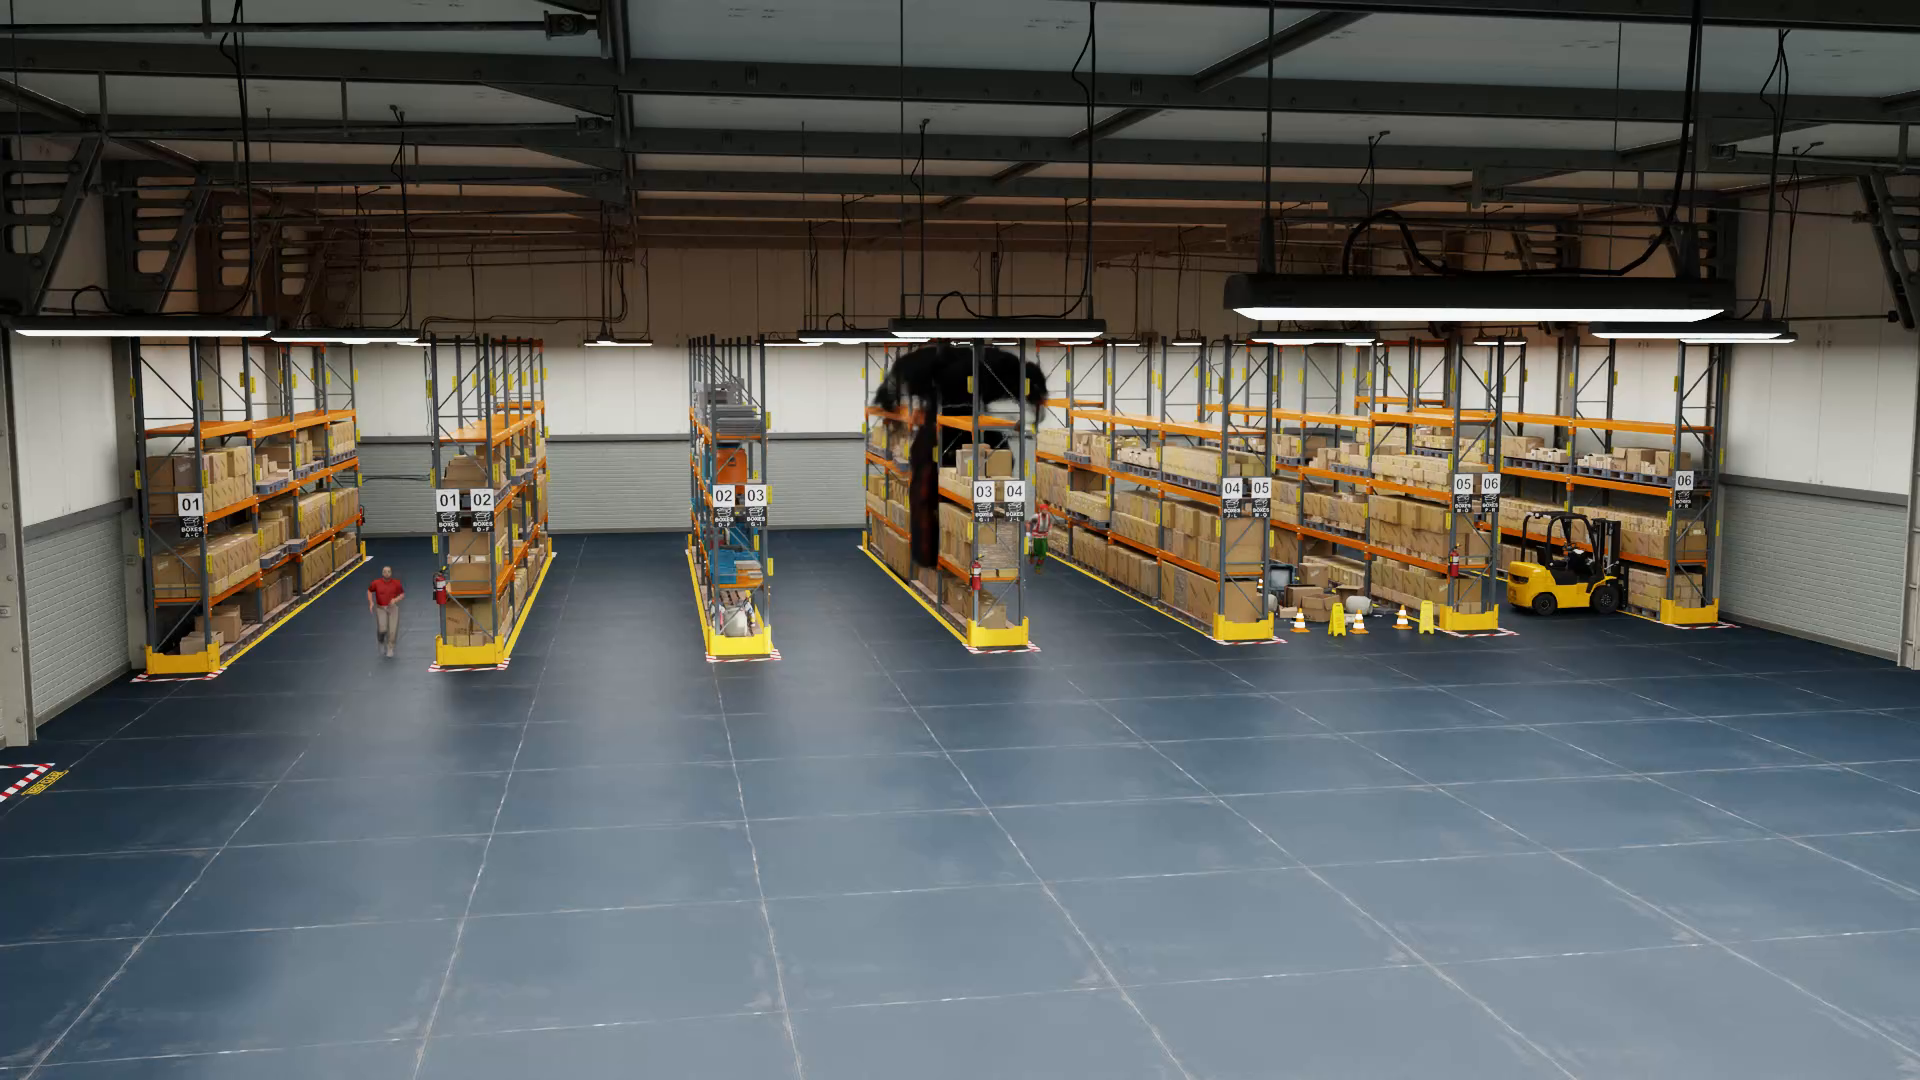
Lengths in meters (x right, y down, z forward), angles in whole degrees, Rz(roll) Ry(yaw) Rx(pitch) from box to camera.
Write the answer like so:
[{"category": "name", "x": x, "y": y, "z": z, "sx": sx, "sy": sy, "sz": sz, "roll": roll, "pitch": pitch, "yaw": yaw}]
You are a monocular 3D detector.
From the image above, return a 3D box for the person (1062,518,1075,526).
[{"category": "person", "x": 3.286, "y": -0.795, "z": 49.668, "sx": 0.518, "sy": 1.673, "sz": 0.727, "roll": 4, "pitch": 8, "yaw": 30}]

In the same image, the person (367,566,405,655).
[{"category": "person", "x": -10.665, "y": 1.336, "z": 30.965, "sx": 0.646, "sy": 1.694, "sz": 0.633, "roll": -3, "pitch": 7, "yaw": -23}]

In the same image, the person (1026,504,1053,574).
[{"category": "person", "x": 1.934, "y": -0.039, "z": 40.489, "sx": 0.655, "sy": 1.721, "sz": 0.808, "roll": -3, "pitch": 7, "yaw": -27}]
